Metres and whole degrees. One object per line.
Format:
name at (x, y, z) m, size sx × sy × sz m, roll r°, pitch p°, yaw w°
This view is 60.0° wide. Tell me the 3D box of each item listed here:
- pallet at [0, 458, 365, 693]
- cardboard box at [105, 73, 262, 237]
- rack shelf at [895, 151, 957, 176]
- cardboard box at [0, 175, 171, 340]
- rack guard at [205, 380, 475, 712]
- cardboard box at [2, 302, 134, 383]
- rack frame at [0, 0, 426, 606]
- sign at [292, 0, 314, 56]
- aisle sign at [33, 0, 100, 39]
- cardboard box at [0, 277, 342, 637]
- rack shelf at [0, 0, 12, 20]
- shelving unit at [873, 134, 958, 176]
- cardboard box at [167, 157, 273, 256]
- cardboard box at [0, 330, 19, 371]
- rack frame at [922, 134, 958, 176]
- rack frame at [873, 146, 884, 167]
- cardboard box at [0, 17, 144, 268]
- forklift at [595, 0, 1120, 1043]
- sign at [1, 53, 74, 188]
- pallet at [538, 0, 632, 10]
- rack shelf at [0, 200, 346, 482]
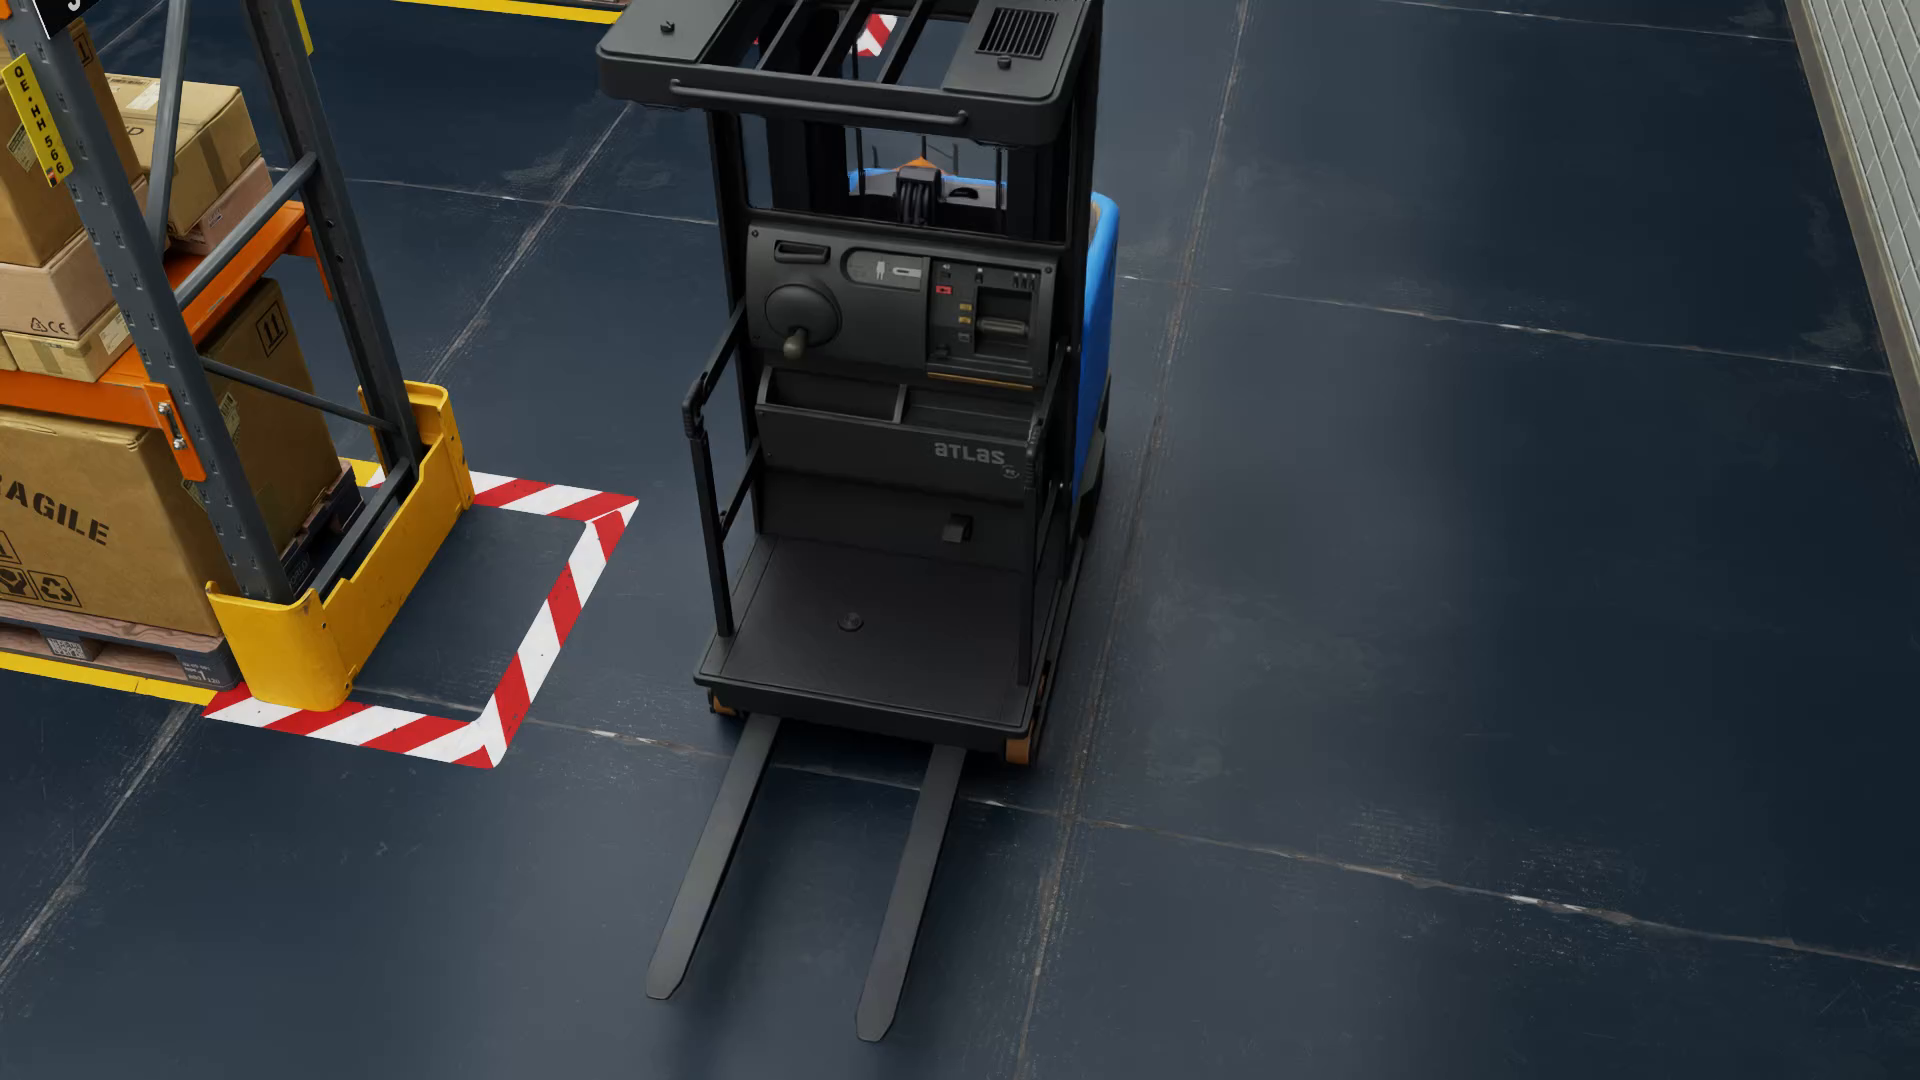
pallet at (-2.976, 0.023, 6.074) m, size 1.213 × 0.211 × 1.003 m, roll 9°, pitch 45°, yaw 9°
cardboard box at (-2.588, -1.222, 5.250) m, size 0.500 × 0.250 × 0.500 m, roll 8°, pitch 44°, yaw 8°
rack shelf at (-0.167, -1.315, 6.465) m, size 0.240 × 0.259 × 0.215 m, roll -33°, pitch 53°, yaw -29°
cardboard box at (-2.709, -0.860, 4.874) m, size 0.500 × 0.250 × 0.500 m, roll 8°, pitch 45°, yaw 8°
rack guard at (-2.155, -0.009, 5.899) m, size 0.348 × 0.500 × 1.175 m, roll 9°, pitch 45°, yaw 9°
cardboard box at (-2.598, -0.654, 4.947) m, size 0.250 × 0.149 × 0.380 m, roll 10°, pitch 45°, yaw 10°
rack frame at (-2.178, -0.913, 5.036) m, size 0.127 × 3.000 × 1.000 m, roll 9°, pitch 45°, yaw 9°
sign at (-2.051, -1.628, 5.097) m, size 0.005 × 0.325 × 0.100 m, roll 9°, pitch 45°, yaw 9°
aisle sign at (-2.174, -1.636, 3.912) m, size 0.004 × 0.787 × 0.394 m, roll 9°, pitch 45°, yaw 9°
cardboard box at (-2.820, -0.342, 5.671) m, size 0.875 × 0.875 × 0.875 m, roll 9°, pitch 45°, yaw 9°
rack shelf at (-4.130, -2.038, 4.560) m, size 4.000 × 0.370 × 1.077 m, roll 9°, pitch 45°, yaw 9°
shelving unit at (-0.167, -1.118, 6.654) m, size 0.252 × 1.050 × 0.215 m, roll -33°, pitch 53°, yaw -29°
cardboard box at (-2.453, -1.100, 5.411) m, size 0.250 × 0.149 × 0.380 m, roll 9°, pitch 45°, yaw 10°
cardboard box at (-2.852, -0.692, 4.987) m, size 0.250 × 0.149 × 0.380 m, roll 9°, pitch 45°, yaw 9°
rack frame at (-0.078, -1.176, 6.714) m, size 0.008 × 1.050 × 0.200 m, roll -33°, pitch 53°, yaw -29°
rack frame at (-0.256, -1.060, 6.594) m, size 0.008 × 1.050 × 0.200 m, roll -33°, pitch 53°, yaw -29°
cardboard box at (-2.711, -1.132, 4.616) m, size 0.500 × 0.500 × 0.500 m, roll 9°, pitch 45°, yaw 10°
forklift at (-0.224, -0.606, 4.766) m, size 1.130 × 2.935 × 3.031 m, roll 9°, pitch 45°, yaw 9°
sign at (-2.310, -1.051, 4.173) m, size 0.005 × 0.325 × 0.100 m, roll 9°, pitch 45°, yaw 9°
pallet at (-1.893, -3.412, 9.642) m, size 1.213 × 0.211 × 1.003 m, roll 9°, pitch 45°, yaw 9°
rack shelf at (-4.130, -0.957, 5.600) m, size 4.000 × 0.370 × 1.077 m, roll 9°, pitch 45°, yaw 9°
